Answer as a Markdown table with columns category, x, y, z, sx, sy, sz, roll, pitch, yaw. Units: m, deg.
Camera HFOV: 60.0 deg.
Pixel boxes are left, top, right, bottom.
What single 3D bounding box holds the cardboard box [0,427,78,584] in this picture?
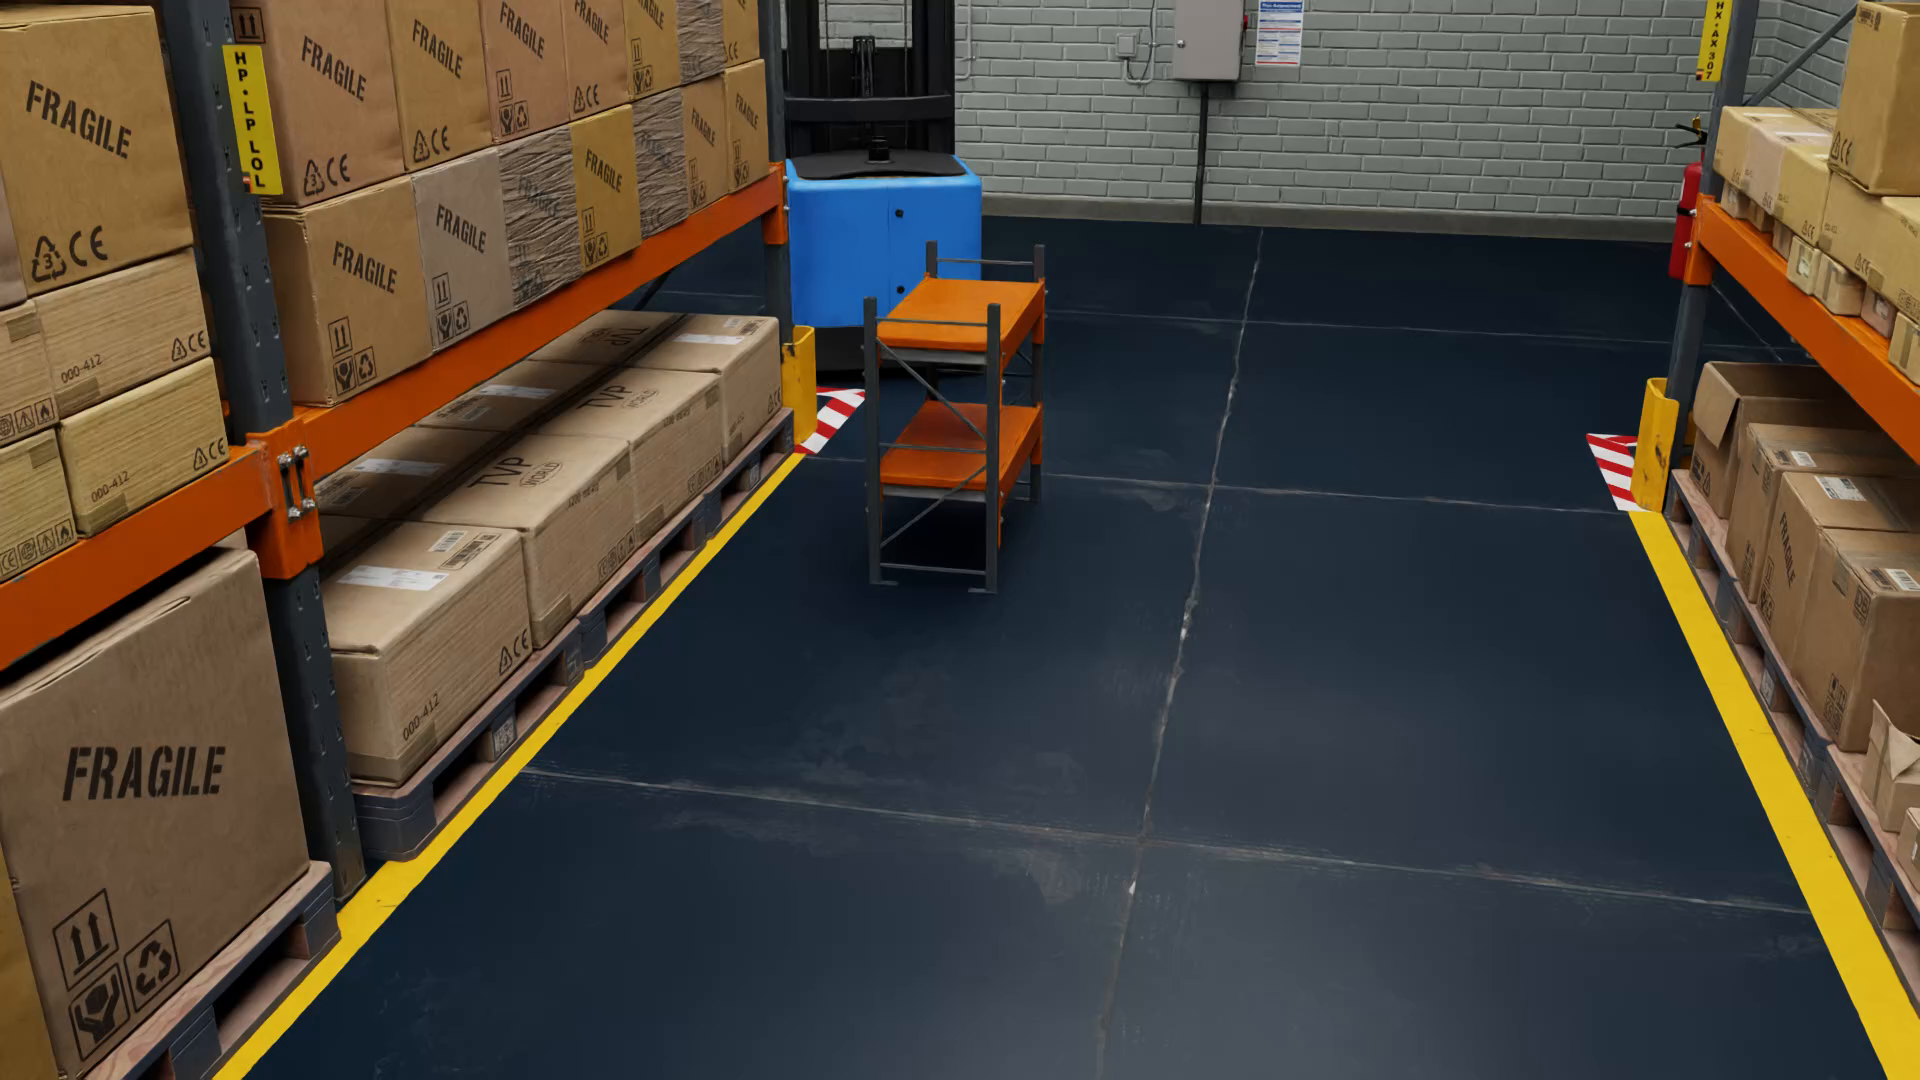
| category | x | y | z | sx | sy | sz | roll | pitch | yaw |
| --- | --- | --- | --- | --- | --- | --- | --- | --- | --- |
| cardboard box | -2.071 | -0.038 | 3.133 | 0.500 | 0.250 | 0.500 | 4 | 22 | 10 |

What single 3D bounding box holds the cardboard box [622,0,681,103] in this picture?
| category | x | y | z | sx | sy | sz | roll | pitch | yaw |
| --- | --- | --- | --- | --- | --- | --- | --- | --- | --- |
| cardboard box | -1.352 | -1.881 | 6.038 | 0.500 | 0.500 | 0.500 | 4 | 22 | 11 |

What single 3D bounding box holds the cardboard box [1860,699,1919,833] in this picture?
| category | x | y | z | sx | sy | sz | roll | pitch | yaw |
| --- | --- | --- | --- | --- | --- | --- | --- | --- | --- |
| cardboard box | 2.638 | 0.617 | 4.404 | 0.396 | 0.266 | 0.258 | 5 | 23 | 13 |

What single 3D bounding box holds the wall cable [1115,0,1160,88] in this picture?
| category | x | y | z | sx | sy | sz | roll | pitch | yaw |
| --- | --- | --- | --- | --- | --- | --- | --- | --- | --- |
| wall cable | 1.214 | -4.371 | 12.332 | 0.588 | 1.984 | 0.122 | 4 | 22 | 11 |

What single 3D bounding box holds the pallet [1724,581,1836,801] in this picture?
| category | x | y | z | sx | sy | sz | roll | pitch | yaw |
| --- | --- | --- | --- | --- | --- | --- | --- | --- | --- |
| pallet | 3.127 | 0.495 | 5.342 | 1.003 | 0.211 | 1.213 | 4 | 22 | 11 |

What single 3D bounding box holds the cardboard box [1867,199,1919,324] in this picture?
| category | x | y | z | sx | sy | sz | roll | pitch | yaw |
| --- | --- | --- | --- | --- | --- | --- | --- | --- | --- |
| cardboard box | 2.807 | -0.739 | 4.475 | 0.500 | 0.250 | 0.500 | 4 | 22 | 11 |

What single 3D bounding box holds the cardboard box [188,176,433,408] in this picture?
| category | x | y | z | sx | sy | sz | roll | pitch | yaw |
| --- | --- | --- | --- | --- | --- | --- | --- | --- | --- |
| cardboard box | -1.769 | -0.675 | 4.380 | 0.500 | 0.500 | 0.500 | 5 | 23 | 13 |

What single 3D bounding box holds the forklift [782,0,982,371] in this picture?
| category | x | y | z | sx | sy | sz | roll | pitch | yaw |
| --- | --- | --- | --- | --- | --- | --- | --- | --- | --- |
| forklift | -0.614 | -2.777 | 9.824 | 1.130 | 2.935 | 3.031 | -3 | 22 | -9 |

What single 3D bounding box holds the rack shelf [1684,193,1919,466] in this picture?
| category | x | y | z | sx | sy | sz | roll | pitch | yaw |
| --- | --- | --- | --- | --- | --- | --- | --- | --- | --- |
| rack shelf | 3.147 | -0.498 | 5.037 | 1.077 | 0.370 | 4.000 | 4 | 22 | 11 |

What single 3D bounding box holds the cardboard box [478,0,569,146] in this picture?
| category | x | y | z | sx | sy | sz | roll | pitch | yaw |
| --- | --- | --- | --- | --- | --- | --- | --- | --- | --- |
| cardboard box | -1.562 | -1.513 | 5.124 | 0.500 | 0.500 | 0.500 | 5 | 22 | 12 |

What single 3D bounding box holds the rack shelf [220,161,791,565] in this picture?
| category | x | y | z | sx | sy | sz | roll | pitch | yaw |
| --- | --- | --- | --- | --- | --- | --- | --- | --- | --- |
| rack shelf | -1.713 | -0.875 | 5.973 | 1.077 | 0.370 | 4.000 | 4 | 22 | 11 |

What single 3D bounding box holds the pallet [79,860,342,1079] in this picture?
| category | x | y | z | sx | sy | sz | roll | pitch | yaw |
| --- | --- | --- | --- | --- | --- | --- | --- | --- | --- |
| pallet | -2.205 | 1.105 | 3.828 | 1.003 | 0.211 | 1.213 | 4 | 22 | 11 |

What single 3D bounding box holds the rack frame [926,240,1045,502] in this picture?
| category | x | y | z | sx | sy | sz | roll | pitch | yaw |
| --- | --- | --- | --- | --- | --- | --- | --- | --- | --- |
| rack frame | 0.105 | -0.710 | 7.111 | 0.500 | 1.125 | 0.032 | 4 | 22 | 11 |

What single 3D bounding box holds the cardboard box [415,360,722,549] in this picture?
| category | x | y | z | sx | sy | sz | roll | pitch | yaw |
| --- | --- | --- | --- | --- | --- | --- | --- | --- | --- |
| cardboard box | -1.520 | -0.362 | 6.604 | 0.875 | 0.438 | 0.875 | 5 | 22 | 12 |

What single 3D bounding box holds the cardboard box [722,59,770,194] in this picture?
| category | x | y | z | sx | sy | sz | roll | pitch | yaw |
| --- | --- | --- | --- | --- | --- | --- | --- | --- | --- |
| cardboard box | -1.144 | -1.790 | 7.148 | 0.500 | 0.500 | 0.500 | 5 | 22 | 11 |

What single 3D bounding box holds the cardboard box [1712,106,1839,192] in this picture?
| category | x | y | z | sx | sy | sz | roll | pitch | yaw |
| --- | --- | --- | --- | --- | --- | --- | --- | --- | --- |
| cardboard box | 3.199 | -1.486 | 6.330 | 0.500 | 0.250 | 0.500 | 5 | 22 | 11 |

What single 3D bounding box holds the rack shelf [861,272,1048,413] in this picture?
| category | x | y | z | sx | sy | sz | roll | pitch | yaw |
| --- | --- | --- | --- | --- | --- | --- | --- | --- | --- |
| rack shelf | 0.001 | -0.796 | 6.540 | 0.538 | 0.278 | 1.000 | 4 | 22 | 11 |

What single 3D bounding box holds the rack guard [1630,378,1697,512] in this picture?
| category | x | y | z | sx | sy | sz | roll | pitch | yaw |
| --- | --- | --- | --- | --- | --- | --- | --- | --- | --- |
| rack guard | 3.540 | -0.375 | 7.117 | 1.175 | 0.500 | 0.348 | 4 | 22 | 11 |

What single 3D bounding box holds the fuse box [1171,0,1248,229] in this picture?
| category | x | y | z | sx | sy | sz | roll | pitch | yaw |
| --- | --- | --- | --- | --- | --- | --- | --- | --- | --- |
| fuse box | 1.850 | -3.193 | 12.490 | 0.539 | 1.711 | 0.414 | 4 | 22 | 11 |

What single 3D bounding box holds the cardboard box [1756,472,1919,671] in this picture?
| category | x | y | z | sx | sy | sz | roll | pitch | yaw |
| --- | --- | --- | --- | --- | --- | --- | --- | --- | --- |
| cardboard box | 2.919 | 0.114 | 5.340 | 0.500 | 0.500 | 0.500 | 5 | 22 | 12 |

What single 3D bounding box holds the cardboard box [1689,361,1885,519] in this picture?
| category | x | y | z | sx | sy | sz | roll | pitch | yaw |
| --- | --- | --- | --- | --- | --- | --- | --- | --- | --- |
| cardboard box | 3.338 | -0.383 | 6.569 | 0.797 | 0.503 | 0.637 | 4 | 22 | 9 |

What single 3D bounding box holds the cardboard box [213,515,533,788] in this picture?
| category | x | y | z | sx | sy | sz | roll | pitch | yaw |
| --- | --- | --- | --- | --- | --- | --- | --- | --- | --- |
| cardboard box | -1.888 | 0.295 | 4.972 | 0.875 | 0.438 | 0.875 | 4 | 22 | 10 |

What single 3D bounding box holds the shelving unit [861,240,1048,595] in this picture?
| category | x | y | z | sx | sy | sz | roll | pitch | yaw |
| --- | --- | --- | --- | --- | --- | --- | --- | --- | --- |
| shelving unit | 0.001 | -0.524 | 6.650 | 0.538 | 1.125 | 1.048 | 4 | 22 | 11 |

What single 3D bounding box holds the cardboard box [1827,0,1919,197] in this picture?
| category | x | y | z | sx | sy | sz | roll | pitch | yaw |
| --- | --- | --- | --- | --- | --- | --- | --- | --- | --- |
| cardboard box | 2.893 | -1.285 | 4.828 | 0.500 | 0.500 | 0.500 | 5 | 22 | 12 |

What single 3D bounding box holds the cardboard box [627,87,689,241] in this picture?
| category | x | y | z | sx | sy | sz | roll | pitch | yaw |
| --- | --- | --- | --- | --- | --- | --- | --- | --- | --- |
| cardboard box | -1.357 | -1.418 | 6.226 | 0.500 | 0.500 | 0.500 | 5 | 22 | 12 |

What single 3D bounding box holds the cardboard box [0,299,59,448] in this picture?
| category | x | y | z | sx | sy | sz | roll | pitch | yaw |
| --- | --- | --- | --- | --- | --- | --- | --- | --- | --- |
| cardboard box | -2.068 | -0.276 | 3.055 | 0.500 | 0.250 | 0.500 | 5 | 22 | 12 |

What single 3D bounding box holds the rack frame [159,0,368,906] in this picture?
| category | x | y | z | sx | sy | sz | roll | pitch | yaw |
| --- | --- | --- | --- | --- | --- | --- | --- | --- | --- |
| rack frame | -2.121 | -0.477 | 4.022 | 1.000 | 3.000 | 0.127 | 4 | 22 | 11 |

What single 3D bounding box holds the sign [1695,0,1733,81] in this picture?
| category | x | y | z | sx | sy | sz | roll | pitch | yaw |
| --- | --- | --- | --- | --- | --- | --- | --- | --- | --- |
| sign | 3.024 | -2.006 | 6.659 | 0.100 | 0.325 | 0.005 | 4 | 22 | 11 |

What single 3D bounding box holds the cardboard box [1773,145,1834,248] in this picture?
| category | x | y | z | sx | sy | sz | roll | pitch | yaw |
| --- | --- | --- | --- | --- | --- | --- | --- | --- | --- |
| cardboard box | 2.996 | -1.116 | 5.411 | 0.500 | 0.250 | 0.500 | 4 | 22 | 10 |

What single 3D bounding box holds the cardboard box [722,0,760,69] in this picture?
| category | x | y | z | sx | sy | sz | roll | pitch | yaw |
| --- | --- | --- | --- | --- | --- | --- | --- | --- | --- |
| cardboard box | -1.170 | -2.255 | 6.966 | 0.500 | 0.500 | 0.500 | 5 | 23 | 13 |

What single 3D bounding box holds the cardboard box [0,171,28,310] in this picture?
| category | x | y | z | sx | sy | sz | roll | pitch | yaw |
| --- | --- | --- | --- | --- | --- | --- | --- | --- | --- |
| cardboard box | -2.065 | -0.615 | 2.892 | 0.500 | 0.500 | 0.500 | 5 | 22 | 12 |

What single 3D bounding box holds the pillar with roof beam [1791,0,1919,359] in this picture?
| category | x | y | z | sx | sy | sz | roll | pitch | yaw |
| --- | --- | --- | --- | --- | --- | --- | --- | --- | --- |
| pillar with roof beam | 0.773 | -5.591 | 8.691 | 9.100 | 9.000 | 0.400 | 4 | 22 | 11 |

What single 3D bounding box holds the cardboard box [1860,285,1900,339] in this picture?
| category | x | y | z | sx | sy | sz | roll | pitch | yaw |
| --- | --- | --- | --- | --- | --- | --- | --- | --- | --- |
| cardboard box | 2.889 | -0.682 | 4.868 | 0.380 | 0.149 | 0.250 | 4 | 22 | 11 |

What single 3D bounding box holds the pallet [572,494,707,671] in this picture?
| category | x | y | z | sx | sy | sz | roll | pitch | yaw |
| --- | --- | --- | --- | --- | --- | --- | --- | --- | --- |
| pallet | -1.642 | 0.097 | 6.330 | 1.003 | 0.211 | 1.213 | 4 | 22 | 11 |

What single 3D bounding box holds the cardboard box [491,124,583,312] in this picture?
| category | x | y | z | sx | sy | sz | roll | pitch | yaw |
| --- | --- | --- | --- | --- | --- | --- | --- | --- | --- |
| cardboard box | -1.554 | -1.040 | 5.287 | 0.500 | 0.500 | 0.500 | 5 | 22 | 11 |

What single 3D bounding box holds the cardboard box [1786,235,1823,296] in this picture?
| category | x | y | z | sx | sy | sz | roll | pitch | yaw |
| --- | --- | --- | --- | --- | --- | --- | --- | --- | --- |
| cardboard box | 2.908 | -0.880 | 5.359 | 0.380 | 0.149 | 0.250 | 4 | 22 | 9 |

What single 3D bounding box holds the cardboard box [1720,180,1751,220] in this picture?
| category | x | y | z | sx | sy | sz | roll | pitch | yaw |
| --- | --- | --- | --- | --- | --- | --- | --- | --- | --- |
| cardboard box | 3.220 | -1.347 | 6.519 | 0.380 | 0.149 | 0.250 | 4 | 22 | 11 |

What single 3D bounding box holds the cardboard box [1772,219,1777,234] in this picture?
| category | x | y | z | sx | sy | sz | roll | pitch | yaw |
| --- | --- | --- | --- | --- | --- | --- | --- | --- | --- |
| cardboard box | 3.193 | -1.152 | 6.034 | 0.380 | 0.149 | 0.250 | 4 | 22 | 10 |

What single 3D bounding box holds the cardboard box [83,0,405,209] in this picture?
| category | x | y | z | sx | sy | sz | roll | pitch | yaw |
| --- | --- | --- | --- | --- | --- | --- | --- | --- | --- |
| cardboard box | -1.787 | -1.143 | 4.204 | 0.500 | 0.500 | 0.500 | 5 | 22 | 11 |
